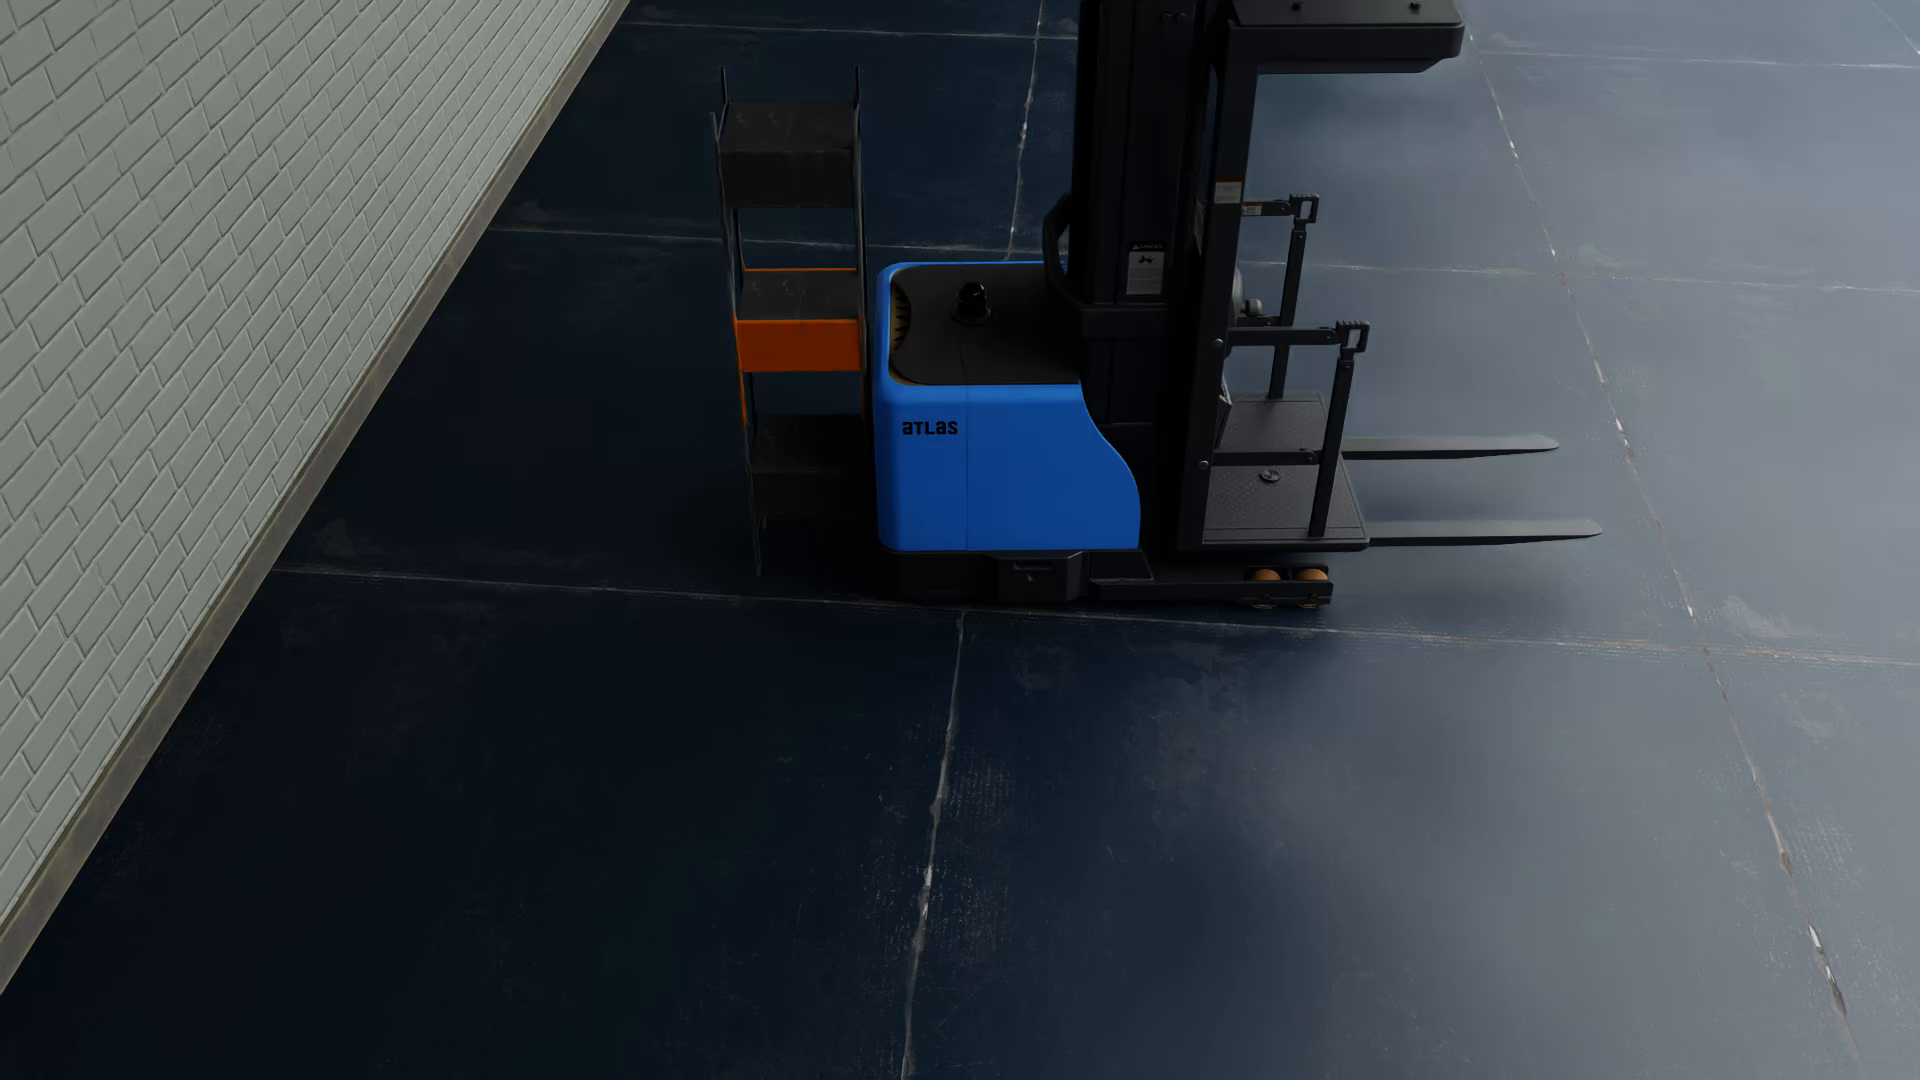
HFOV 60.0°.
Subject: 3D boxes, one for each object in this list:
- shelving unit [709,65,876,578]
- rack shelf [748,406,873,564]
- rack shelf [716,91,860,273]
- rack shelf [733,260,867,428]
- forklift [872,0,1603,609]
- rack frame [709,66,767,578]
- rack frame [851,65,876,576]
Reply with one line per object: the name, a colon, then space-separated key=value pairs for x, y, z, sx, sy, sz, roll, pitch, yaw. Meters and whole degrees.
shelving unit: x=-0.616 y=-0.784 z=6.550 sx=0.503 sy=2.100 sz=0.431 roll=-1 pitch=39 yaw=-1
rack shelf: x=-0.616 y=-0.231 z=7.001 sx=0.480 sy=0.518 sz=0.431 roll=-1 pitch=39 yaw=-1
rack shelf: x=-0.616 y=-1.316 z=6.117 sx=0.480 sy=0.518 sz=0.431 roll=-1 pitch=39 yaw=-1
rack shelf: x=-0.616 y=-0.774 z=6.559 sx=0.480 sy=0.518 sz=0.431 roll=-1 pitch=39 yaw=-1
forklift: x=1.162 y=-1.187 z=6.386 sx=3.031 sy=2.935 sz=1.130 roll=-1 pitch=39 yaw=-1
rack frame: x=-0.860 y=-0.781 z=6.547 sx=0.015 sy=2.100 sz=0.400 roll=-1 pitch=39 yaw=-1
rack frame: x=-0.372 y=-0.787 z=6.554 sx=0.015 sy=2.100 sz=0.400 roll=-1 pitch=39 yaw=-1
